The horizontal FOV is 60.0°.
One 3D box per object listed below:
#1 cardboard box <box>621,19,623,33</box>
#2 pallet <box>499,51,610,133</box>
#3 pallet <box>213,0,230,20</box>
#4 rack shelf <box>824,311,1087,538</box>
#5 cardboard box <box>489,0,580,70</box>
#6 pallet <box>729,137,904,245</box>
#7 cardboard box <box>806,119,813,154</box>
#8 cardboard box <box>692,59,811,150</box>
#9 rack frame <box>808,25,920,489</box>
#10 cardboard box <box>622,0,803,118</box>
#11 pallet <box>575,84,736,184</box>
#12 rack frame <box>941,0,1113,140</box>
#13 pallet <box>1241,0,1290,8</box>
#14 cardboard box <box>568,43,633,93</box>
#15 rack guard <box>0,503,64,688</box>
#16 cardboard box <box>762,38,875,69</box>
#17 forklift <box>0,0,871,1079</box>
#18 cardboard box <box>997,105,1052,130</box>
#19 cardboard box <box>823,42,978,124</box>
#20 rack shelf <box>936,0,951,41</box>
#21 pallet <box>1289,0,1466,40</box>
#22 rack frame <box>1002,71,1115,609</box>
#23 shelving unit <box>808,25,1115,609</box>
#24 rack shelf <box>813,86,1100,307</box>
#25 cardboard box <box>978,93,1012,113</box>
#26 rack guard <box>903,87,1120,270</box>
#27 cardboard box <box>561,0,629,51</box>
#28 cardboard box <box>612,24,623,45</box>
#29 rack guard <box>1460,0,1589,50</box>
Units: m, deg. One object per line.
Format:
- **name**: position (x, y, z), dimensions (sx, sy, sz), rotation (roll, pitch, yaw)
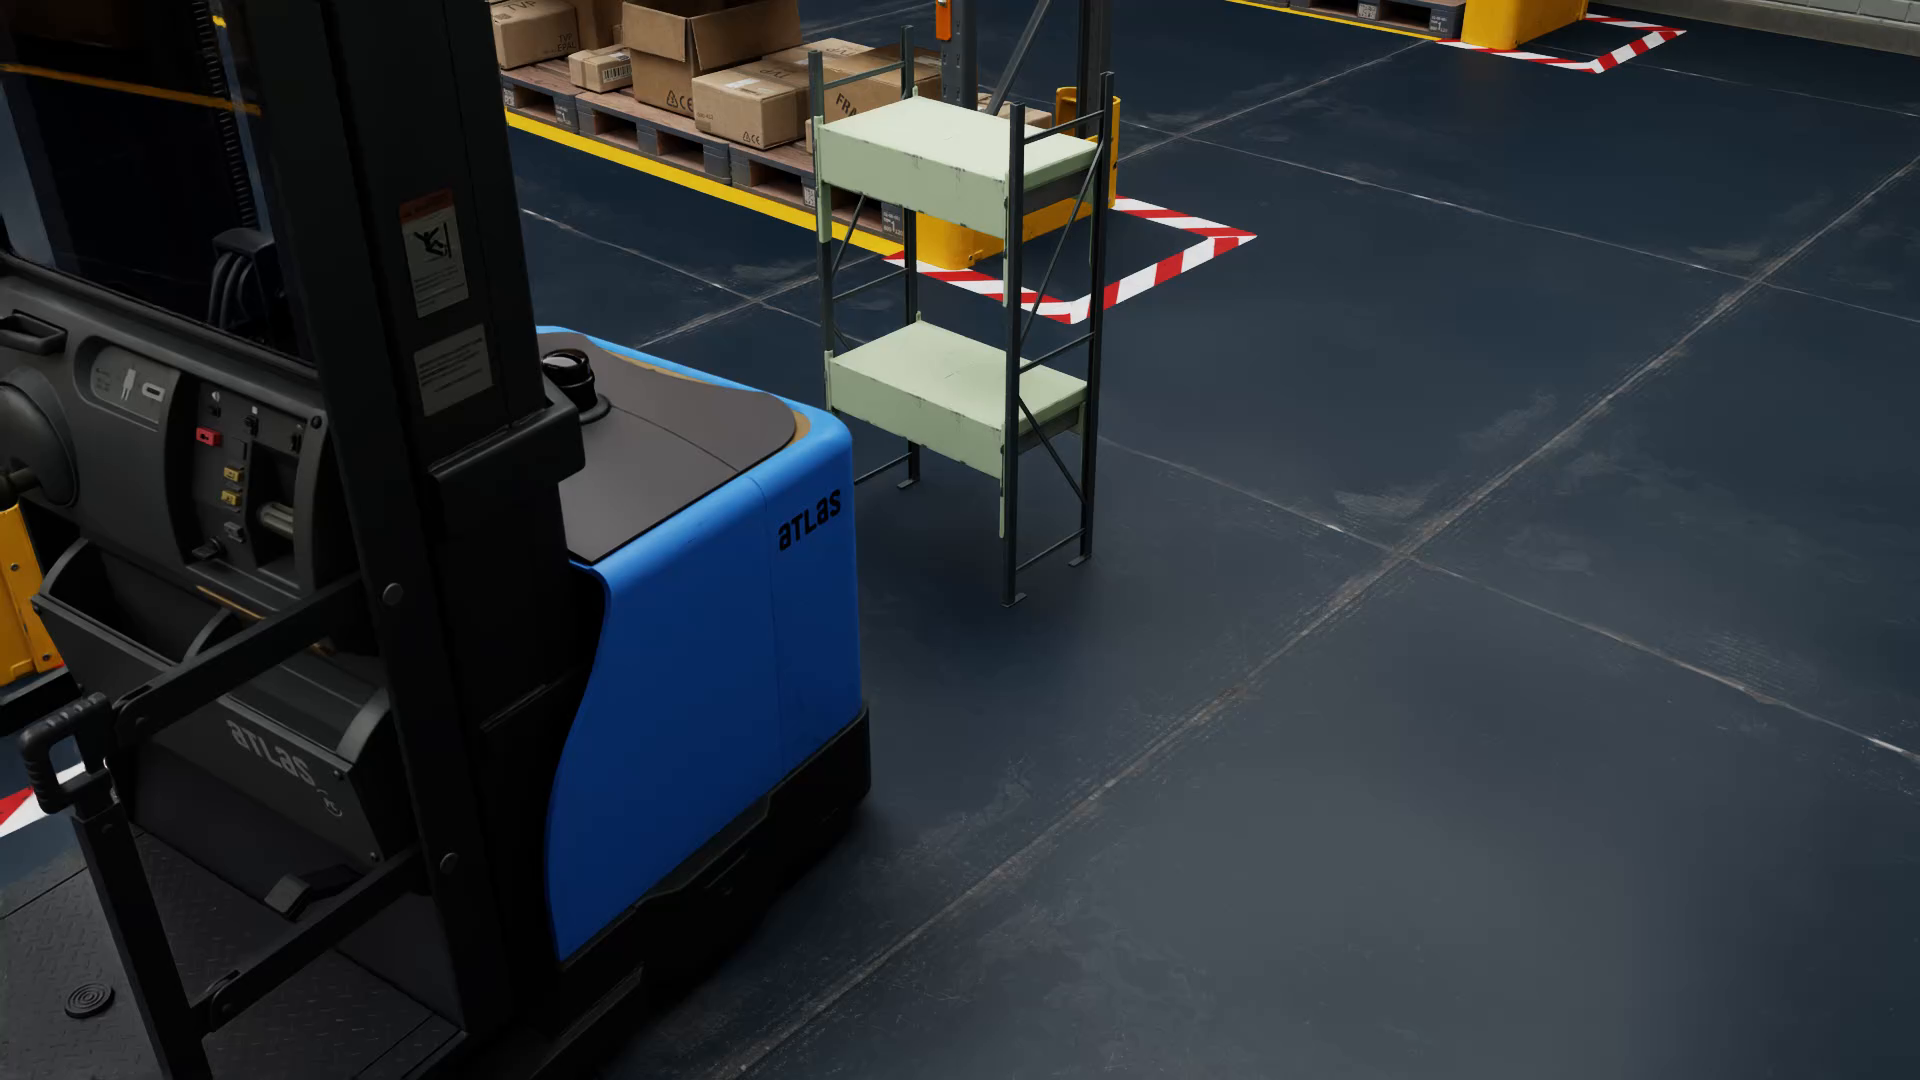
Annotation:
- **cardboard box**: position (-1.496, -2.765, 9.115), dimensions (0.500, 0.311, 0.500), rotation (25, 39, 35)
- **pallet**: position (-2.156, -2.644, 9.438), dimensions (1.213, 0.211, 1.003), rotation (25, 39, 35)
- **pallet**: position (-4.202, -3.571, 10.978), dimensions (1.213, 0.211, 1.003), rotation (25, 39, 35)
- **rack shelf**: position (-0.005, -0.366, 5.035), dimensions (0.720, 0.370, 0.431), rotation (25, 39, 35)
- **cardboard box**: position (-2.499, -2.885, 9.315), dimensions (0.500, 0.311, 0.500), rotation (25, 39, 35)
- **pallet**: position (-0.347, -1.800, 8.035), dimensions (1.213, 0.211, 1.003), rotation (25, 39, 35)
- **cardboard box**: position (-0.508, -1.936, 7.878), dimensions (0.250, 0.166, 0.380), rotation (25, 39, 35)
- **cardboard box**: position (-0.952, -2.137, 8.131), dimensions (0.500, 0.250, 0.500), rotation (25, 39, 35)
- **rack frame**: position (-0.276, -0.772, 5.077), dimensions (0.023, 1.500, 0.400), rotation (25, 39, 35)
- **cardboard box**: position (-1.269, -2.548, 8.567), dimensions (0.637, 0.503, 0.797), rotation (25, 39, 35)
- **pallet**: position (-1.248, -2.222, 8.736), dimensions (1.213, 0.211, 1.003), rotation (25, 39, 35)
- **rack frame**: position (0.301, -2.692, 6.814), dimensions (0.127, 3.000, 1.000), rotation (25, 39, 35)
- **pallet**: position (2.076, -4.062, 11.794), dimensions (1.213, 0.211, 1.003), rotation (25, 39, 35)
- **cardboard box**: position (-1.851, -2.528, 8.861), dimensions (0.250, 0.166, 0.380), rotation (25, 39, 35)
- **rack guard**: position (-2.999, 0.275, 4.309), dimensions (0.348, 0.500, 1.175), rotation (25, 39, 35)
- **cardboard box**: position (-0.653, -2.346, 8.478), dimensions (0.500, 0.250, 0.500), rotation (25, 39, 35)
- **forklift**: position (-1.461, -0.112, 2.594), dimensions (1.130, 2.935, 3.031), rotation (19, 36, 29)
- **cardboard box**: position (0.221, -1.936, 7.895), dimensions (0.250, 0.149, 0.380), rotation (25, 39, 35)
- **cardboard box**: position (-0.268, -1.904, 7.502), dimensions (0.500, 0.500, 0.500), rotation (25, 39, 35)
- **rack shelf**: position (-1.182, -3.076, 8.150), dimensions (4.000, 0.370, 1.077), rotation (25, 39, 35)
- **pallet**: position (2.977, -3.640, 11.092), dimensions (1.213, 0.211, 1.003), rotation (25, 39, 35)
- **rack frame**: position (0.266, -0.518, 4.657), dimensions (0.023, 1.500, 0.400), rotation (25, 39, 35)
- **shelving unit**: position (-0.005, -0.645, 4.867), dimensions (0.755, 1.500, 0.431), rotation (25, 39, 35)
- **rack shelf**: position (-0.005, -0.979, 4.666), dimensions (0.720, 0.370, 0.431), rotation (25, 39, 35)
- **cardboard box**: position (0.036, -2.030, 8.034), dimensions (0.250, 0.166, 0.380), rotation (25, 39, 35)
- **rack guard**: position (0.244, -1.648, 7.503), dimensions (0.348, 0.500, 1.175), rotation (25, 39, 35)
- **cardboard box**: position (-2.052, -3.106, 9.498), dimensions (0.500, 0.500, 0.500), rotation (25, 39, 35)
- **cardboard box**: position (-1.734, -2.848, 9.411), dimensions (0.250, 0.149, 0.380), rotation (25, 39, 35)
- **rack guard**: position (3.640, -3.509, 10.594), dimensions (0.348, 0.500, 1.175), rotation (25, 39, 35)
